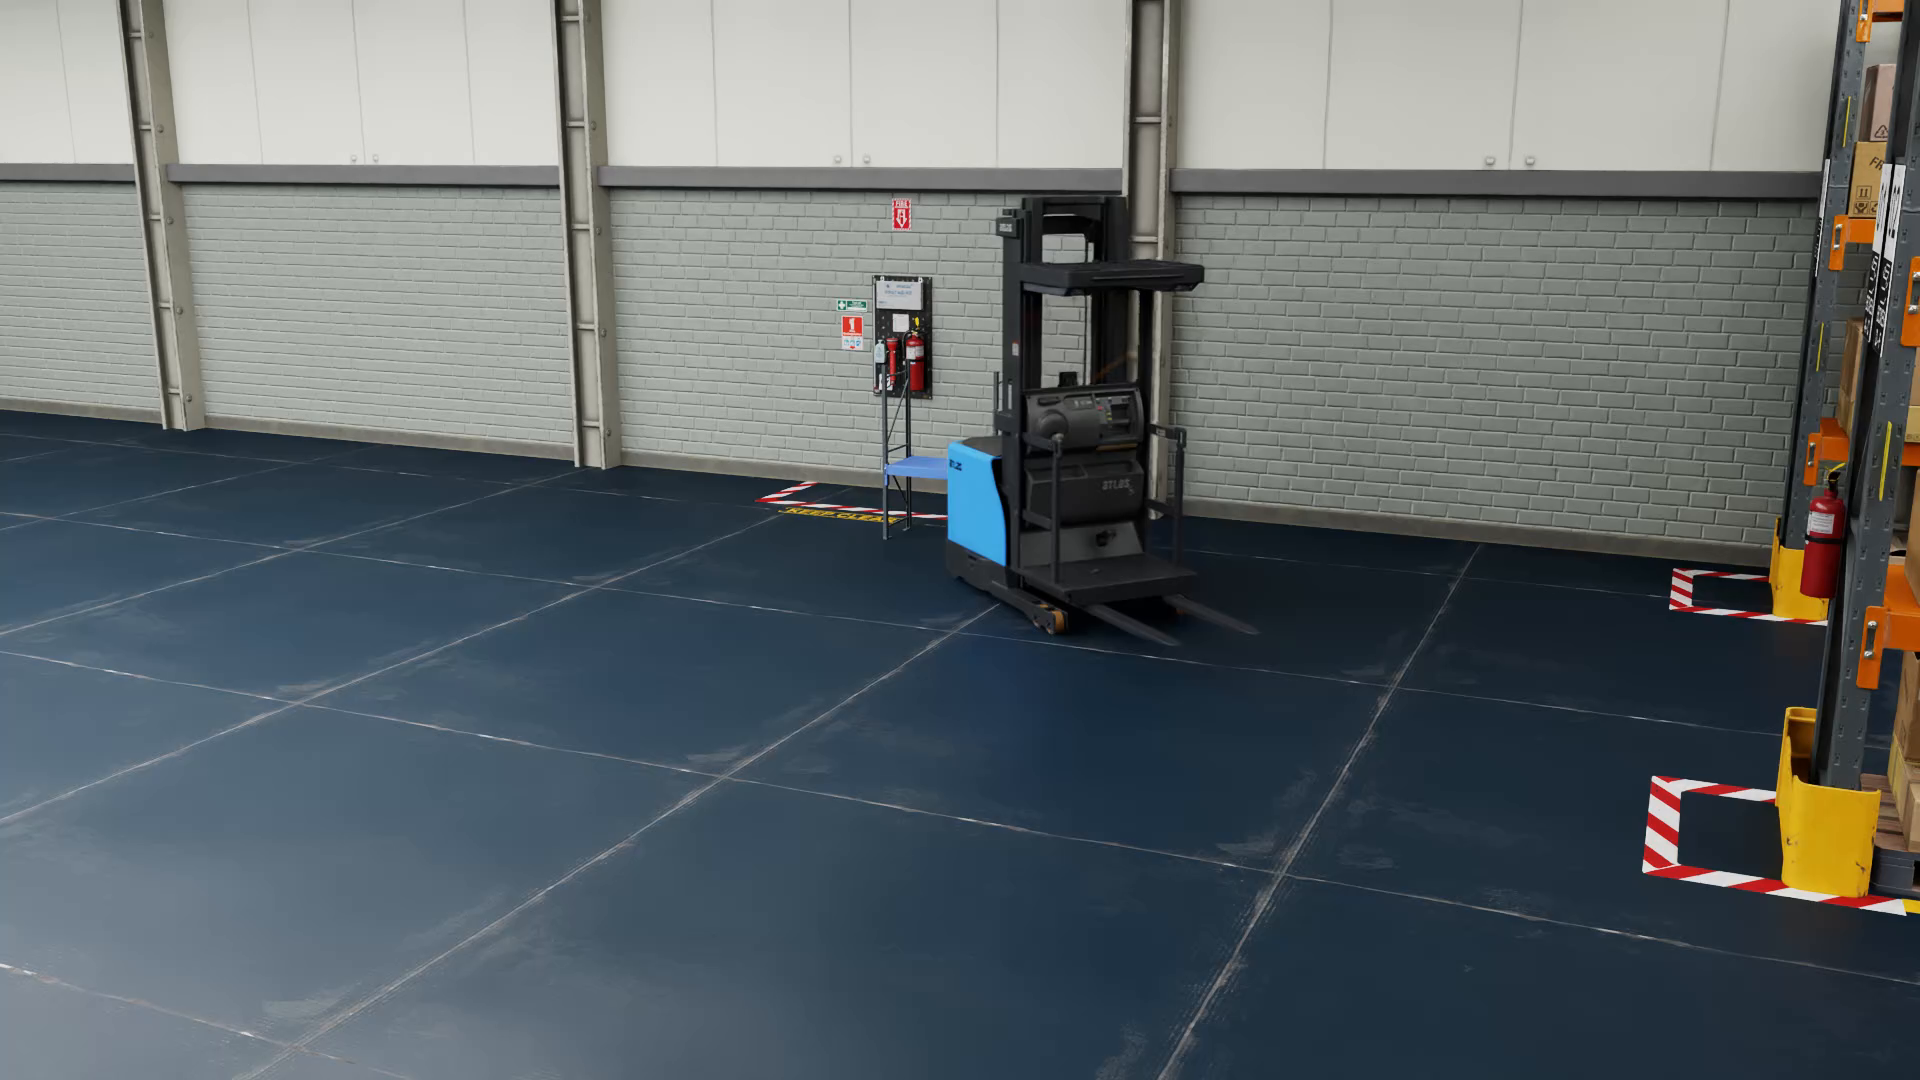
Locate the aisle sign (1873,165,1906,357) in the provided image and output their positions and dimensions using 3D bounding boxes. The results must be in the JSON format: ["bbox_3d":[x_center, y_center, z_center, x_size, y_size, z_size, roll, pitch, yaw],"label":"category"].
[{"bbox_3d":[3.965,-1.197,7.101,0.004,0.787,0.394,6,14,23],"label":"aisle sign"}]

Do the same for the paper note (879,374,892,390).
[{"bbox_3d":[-0.721,-1.534,16.156,0.142,0.148,0.016,6,14,23],"label":"paper note"}]

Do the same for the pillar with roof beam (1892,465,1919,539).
[{"bbox_3d":[5.399,-3.162,8.032,0.400,9.000,9.100,6,14,23],"label":"pillar with roof beam"}]

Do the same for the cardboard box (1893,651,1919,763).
[{"bbox_3d":[4.760,0.767,7.878,0.500,0.500,0.500,6,14,23],"label":"cardboard box"}]

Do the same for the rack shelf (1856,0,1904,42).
[{"bbox_3d":[7.981,-3.408,10.664,4.000,0.370,1.077,6,14,23],"label":"rack shelf"}]

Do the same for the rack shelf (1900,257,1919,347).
[{"bbox_3d":[5.978,-0.915,6.595,4.000,0.370,1.077,6,14,23],"label":"rack shelf"}]

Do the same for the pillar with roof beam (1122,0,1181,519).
[{"bbox_3d":[-0.087,-3.717,10.398,0.400,9.000,9.100,6,14,23],"label":"pillar with roof beam"}]

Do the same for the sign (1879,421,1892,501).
[{"bbox_3d":[3.919,-0.334,7.045,0.005,0.325,0.100,6,14,23],"label":"sign"}]

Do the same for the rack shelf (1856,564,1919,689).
[{"bbox_3d":[5.978,0.546,6.938,4.000,0.370,1.077,6,14,23],"label":"rack shelf"}]

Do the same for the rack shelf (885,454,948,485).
[{"bbox_3d":[-0.078,-0.563,14.158,1.000,0.185,0.538,6,14,23],"label":"rack shelf"}]

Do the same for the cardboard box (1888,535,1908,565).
[{"bbox_3d":[6.749,0.153,11.959,0.500,0.311,0.500,4,14,17],"label":"cardboard box"}]

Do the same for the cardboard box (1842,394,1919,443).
[{"bbox_3d":[6.470,-0.850,11.595,0.500,0.250,0.500,5,14,22],"label":"cardboard box"}]

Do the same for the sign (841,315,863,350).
[{"bbox_3d":[-1.051,-2.022,16.229,0.234,0.329,0.001,6,14,23],"label":"sign"}]

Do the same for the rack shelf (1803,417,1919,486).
[{"bbox_3d":[7.981,-0.489,11.349,4.000,0.370,1.077,6,14,23],"label":"rack shelf"}]

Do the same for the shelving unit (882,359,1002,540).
[{"bbox_3d":[-0.078,-0.738,14.117,1.048,1.500,0.538,6,14,23],"label":"shelving unit"}]

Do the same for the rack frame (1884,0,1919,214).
[{"bbox_3d":[4.149,-2.910,6.959,0.127,3.000,1.000,6,14,23],"label":"rack frame"}]

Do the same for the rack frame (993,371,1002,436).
[{"bbox_3d":[0.387,-0.691,13.917,0.032,1.500,0.500,6,14,23],"label":"rack frame"}]

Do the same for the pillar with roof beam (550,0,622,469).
[{"bbox_3d":[-5.572,-4.272,12.764,0.400,9.000,9.100,6,14,23],"label":"pillar with roof beam"}]

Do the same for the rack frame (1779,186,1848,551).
[{"bbox_3d":[6.152,-1.025,12.055,0.127,3.000,1.000,6,14,23],"label":"rack frame"}]

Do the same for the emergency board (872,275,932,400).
[{"bbox_3d":[-0.587,-1.932,15.924,0.643,1.169,0.194,6,14,23],"label":"emergency board"}]

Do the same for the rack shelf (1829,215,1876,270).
[{"bbox_3d":[7.981,-1.950,11.006,4.000,0.370,1.077,6,14,23],"label":"rack shelf"}]

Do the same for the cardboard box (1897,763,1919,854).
[{"bbox_3d":[4.550,1.241,7.501,0.500,0.250,0.500,6,14,23],"label":"cardboard box"}]

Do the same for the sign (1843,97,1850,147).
[{"bbox_3d":[5.933,-2.797,11.130,0.005,0.325,0.100,6,14,23],"label":"sign"}]

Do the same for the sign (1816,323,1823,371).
[{"bbox_3d":[5.933,-1.333,11.473,0.005,0.325,0.100,6,14,23],"label":"sign"}]

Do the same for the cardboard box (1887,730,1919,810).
[{"bbox_3d":[4.759,1.132,7.962,0.500,0.250,0.500,6,14,23],"label":"cardboard box"}]

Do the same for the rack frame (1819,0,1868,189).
[{"bbox_3d":[6.152,-3.945,11.370,0.127,3.000,1.000,6,14,23],"label":"rack frame"}]

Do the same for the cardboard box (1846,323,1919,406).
[{"bbox_3d":[6.467,-1.219,11.529,0.500,0.500,0.500,6,14,23],"label":"cardboard box"}]

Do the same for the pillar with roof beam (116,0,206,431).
[{"bbox_3d":[-11.058,-4.828,15.130,0.400,9.000,9.100,6,14,23],"label":"pillar with roof beam"}]

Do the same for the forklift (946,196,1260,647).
[{"bbox_3d":[0.983,-0.890,11.631,1.130,2.935,3.031,-6,15,-25],"label":"forklift"}]

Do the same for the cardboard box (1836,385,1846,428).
[{"bbox_3d":[6.658,-0.959,12.058,0.500,0.250,0.500,6,14,24],"label":"cardboard box"}]

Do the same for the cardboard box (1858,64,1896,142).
[{"bbox_3d":[6.406,-2.944,11.217,0.500,0.500,0.500,5,14,19],"label":"cardboard box"}]

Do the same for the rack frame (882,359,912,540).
[{"bbox_3d":[-0.543,-0.785,14.318,0.032,1.500,0.500,6,14,23],"label":"rack frame"}]

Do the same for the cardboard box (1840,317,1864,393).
[{"bbox_3d":[6.670,-1.327,11.988,0.500,0.500,0.500,6,14,23],"label":"cardboard box"}]

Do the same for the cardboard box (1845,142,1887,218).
[{"bbox_3d":[6.357,-2.460,11.345,0.500,0.500,0.500,6,15,25],"label":"cardboard box"}]

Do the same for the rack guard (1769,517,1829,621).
[{"bbox_3d":[6.222,0.199,12.311,0.348,0.500,1.175,6,14,23],"label":"rack guard"}]

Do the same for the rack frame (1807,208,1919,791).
[{"bbox_3d":[4.149,0.010,7.644,0.127,3.000,1.000,6,14,23],"label":"rack frame"}]

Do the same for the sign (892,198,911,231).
[{"bbox_3d":[-0.554,-3.082,15.751,0.199,0.298,0.001,6,14,23],"label":"sign"}]

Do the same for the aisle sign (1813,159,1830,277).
[{"bbox_3d":[5.965,-2.234,11.520,0.004,0.787,0.394,6,14,23],"label":"aisle sign"}]

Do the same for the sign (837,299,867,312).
[{"bbox_3d":[-1.050,-2.278,16.159,0.331,0.109,0.001,6,14,23],"label":"sign"}]

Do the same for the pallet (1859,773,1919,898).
[{"bbox_3d":[4.866,1.430,7.699,1.213,0.211,1.003,6,14,23],"label":"pallet"}]

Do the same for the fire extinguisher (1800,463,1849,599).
[{"bbox_3d":[4.229,-0.060,8.113,0.183,0.674,0.296,6,14,23],"label":"fire extinguisher"}]

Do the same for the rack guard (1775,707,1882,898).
[{"bbox_3d":[4.127,1.225,7.939,0.348,0.500,1.175,6,14,23],"label":"rack guard"}]

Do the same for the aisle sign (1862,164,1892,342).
[{"bbox_3d":[4.208,-1.323,7.635,0.004,0.787,0.394,6,14,23],"label":"aisle sign"}]

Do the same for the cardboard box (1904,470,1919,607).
[{"bbox_3d":[4.571,0.008,7.438,0.500,0.500,0.700,6,14,23],"label":"cardboard box"}]
